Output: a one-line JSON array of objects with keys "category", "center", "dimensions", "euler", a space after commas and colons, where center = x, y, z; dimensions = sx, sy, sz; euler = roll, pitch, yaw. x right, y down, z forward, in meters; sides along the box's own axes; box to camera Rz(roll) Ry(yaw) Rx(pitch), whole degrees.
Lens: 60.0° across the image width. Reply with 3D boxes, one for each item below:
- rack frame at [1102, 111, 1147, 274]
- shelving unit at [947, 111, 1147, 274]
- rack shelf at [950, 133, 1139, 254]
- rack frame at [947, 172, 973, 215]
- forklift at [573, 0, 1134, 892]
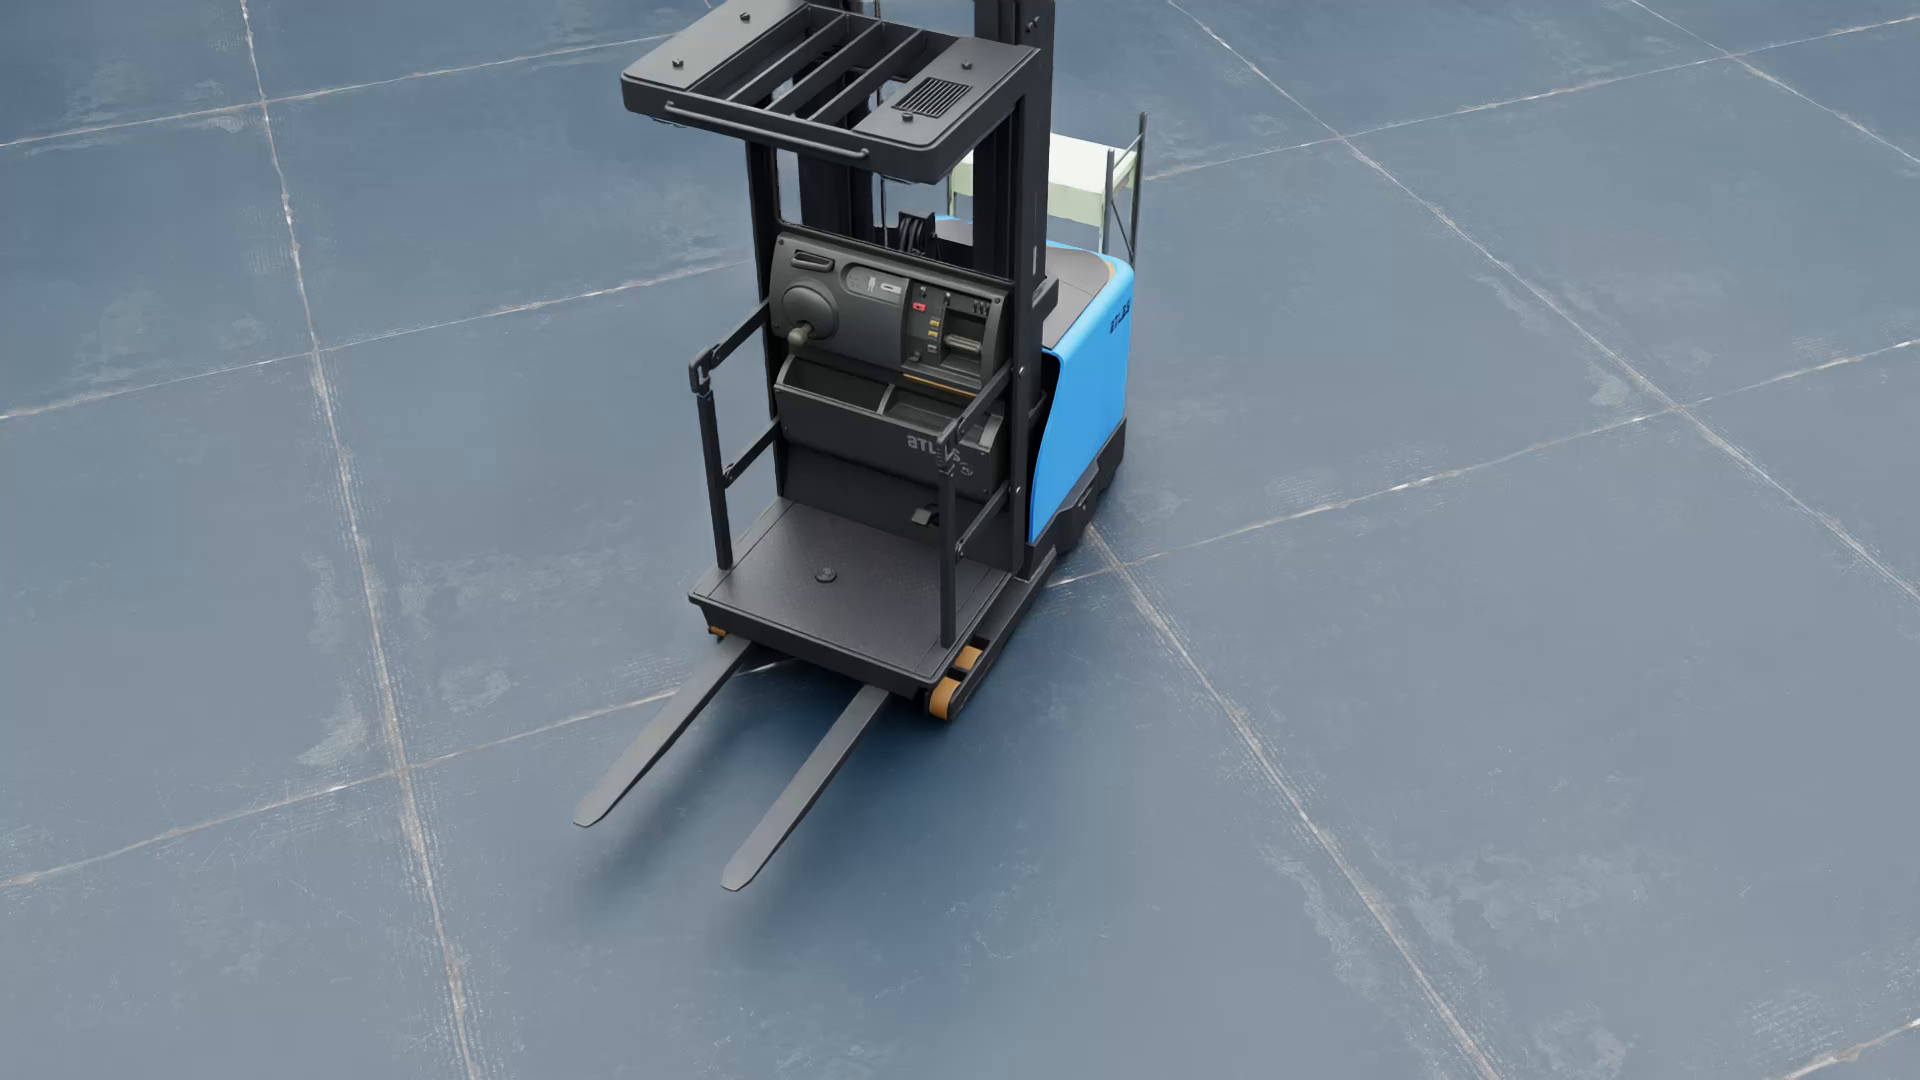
[{"category": "rack frame", "center": [0.699, -1.139, 7.424], "dimensions": [0.023, 1.500, 0.400], "euler": [18, 44, 20]}, {"category": "shelving unit", "center": [0.371, -1.244, 7.546], "dimensions": [0.755, 1.500, 0.431], "euler": [18, 44, 20]}, {"category": "rack shelf", "center": [0.371, -1.540, 7.292], "dimensions": [0.720, 0.370, 0.431], "euler": [18, 44, 20]}, {"category": "rack frame", "center": [0.042, -1.349, 7.668], "dimensions": [0.023, 1.500, 0.400], "euler": [18, 44, 20]}, {"category": "forklift", "center": [-0.367, -0.748, 5.872], "dimensions": [1.130, 2.935, 3.031], "euler": [18, 44, 20]}]
